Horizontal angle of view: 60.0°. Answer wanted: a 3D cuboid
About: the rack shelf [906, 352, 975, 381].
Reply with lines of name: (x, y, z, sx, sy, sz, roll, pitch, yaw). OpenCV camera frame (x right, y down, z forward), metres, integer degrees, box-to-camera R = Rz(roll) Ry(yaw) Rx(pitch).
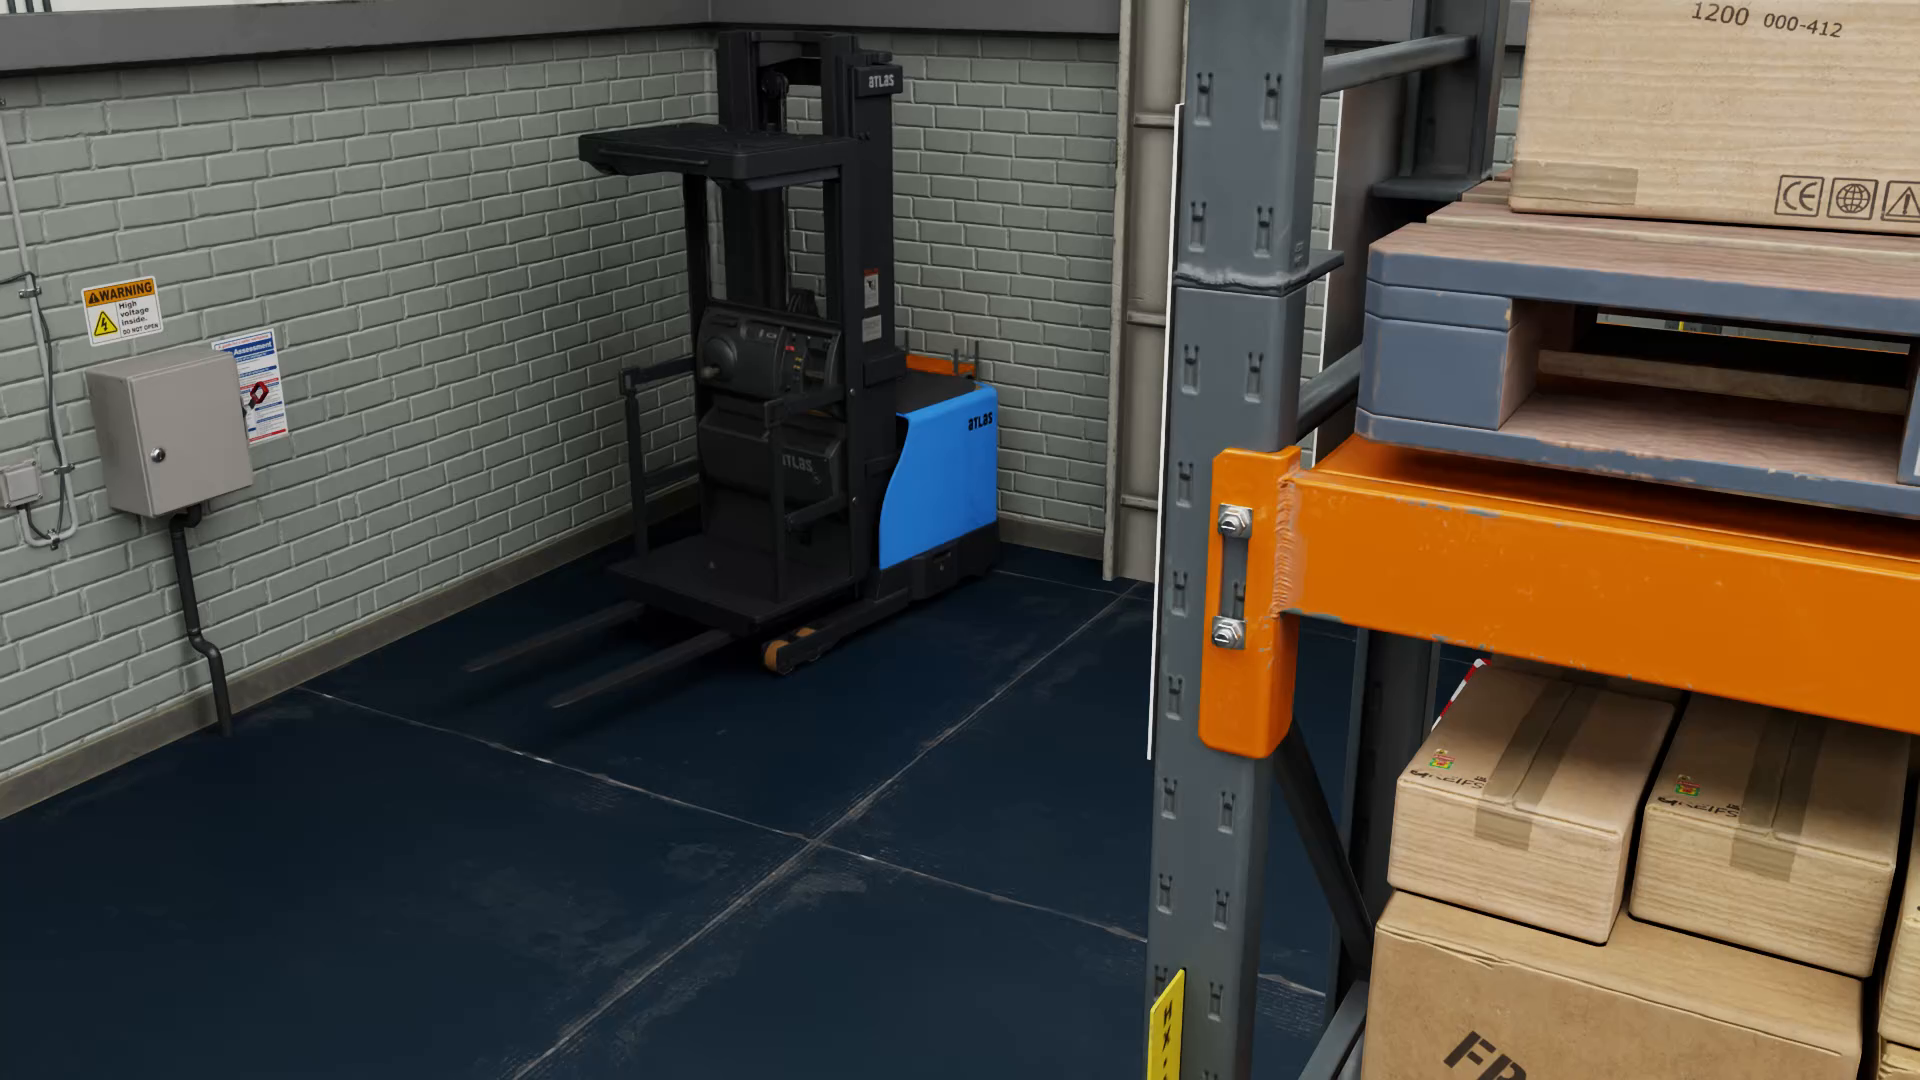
rack shelf: (-0.166, -0.951, 9.570, 0.480, 0.148, 0.258, 13, 24, 31)

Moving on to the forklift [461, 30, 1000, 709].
forklift: (-1.084, -0.916, 8.093, 1.130, 2.935, 3.031, 15, 25, 36)

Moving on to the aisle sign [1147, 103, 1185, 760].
aisle sign: (0.330, -0.157, 2.087, 0.004, 0.787, 0.394, 11, 23, 27)

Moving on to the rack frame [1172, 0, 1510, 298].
rack frame: (0.534, -1.829, 1.712, 0.127, 3.000, 1.000, 11, 23, 27)

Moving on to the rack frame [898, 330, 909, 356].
rack frame: (-0.366, -0.629, 9.835, 0.015, 1.200, 0.240, 13, 24, 31)

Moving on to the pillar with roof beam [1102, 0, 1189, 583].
pillar with roof beam: (-1.062, -2.743, 4.230, 0.400, 9.000, 9.100, 11, 23, 27)

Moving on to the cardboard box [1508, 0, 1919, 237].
cardboard box: (0.971, -0.545, 2.028, 0.500, 0.250, 0.500, 9, 22, 22)

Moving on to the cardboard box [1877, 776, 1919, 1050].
cardboard box: (1.144, 0.410, 1.772, 0.250, 0.149, 0.380, 12, 23, 29)

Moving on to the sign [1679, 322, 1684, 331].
sign: (2.687, -0.733, 6.217, 0.005, 0.325, 0.100, 11, 23, 27)

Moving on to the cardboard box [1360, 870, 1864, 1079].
cardboard box: (0.814, 0.638, 2.094, 0.500, 0.500, 0.500, 10, 22, 26)

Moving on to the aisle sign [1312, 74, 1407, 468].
aisle sign: (0.623, -0.336, 2.579, 0.004, 0.787, 0.394, 11, 23, 27)

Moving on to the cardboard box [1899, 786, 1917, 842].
cardboard box: (1.542, 0.561, 2.306, 0.500, 0.500, 0.500, 11, 23, 27)

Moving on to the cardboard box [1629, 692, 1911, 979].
cardboard box: (0.973, 0.333, 1.985, 0.250, 0.149, 0.380, 11, 23, 29)

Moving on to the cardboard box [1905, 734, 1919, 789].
cardboard box: (1.445, 0.222, 2.291, 0.250, 0.149, 0.380, 11, 22, 27)

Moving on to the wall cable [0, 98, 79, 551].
wall cable: (-3.718, -0.842, 6.297, 0.122, 1.984, 0.588, 11, 23, 27)

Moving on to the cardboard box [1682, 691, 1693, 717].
cardboard box: (1.179, 0.204, 2.340, 0.250, 0.149, 0.380, 11, 23, 28)

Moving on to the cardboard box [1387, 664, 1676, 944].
cardboard box: (0.709, 0.310, 2.047, 0.250, 0.149, 0.380, 11, 23, 28)

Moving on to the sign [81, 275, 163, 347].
sign: (-3.456, -0.947, 6.867, 0.001, 0.242, 0.339, 11, 23, 27)

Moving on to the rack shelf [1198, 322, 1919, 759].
rack shelf: (2.280, 0.251, 1.429, 4.000, 0.370, 1.077, 11, 23, 27)

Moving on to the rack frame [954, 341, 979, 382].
rack frame: (0.041, -0.537, 9.581, 0.015, 1.200, 0.240, 13, 24, 31)

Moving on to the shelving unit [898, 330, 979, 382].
shelving unit: (-0.162, -0.583, 9.708, 0.503, 1.200, 0.258, 13, 24, 31)

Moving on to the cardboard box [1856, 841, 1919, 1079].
cardboard box: (1.269, 0.722, 1.863, 0.500, 0.500, 0.500, 10, 22, 26)

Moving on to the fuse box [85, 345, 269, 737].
fuse box: (-3.248, 0.065, 7.178, 0.414, 1.711, 0.539, 11, 23, 27)

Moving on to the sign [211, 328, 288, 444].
sign: (-3.188, -0.678, 7.475, 0.001, 0.494, 0.329, 11, 23, 27)

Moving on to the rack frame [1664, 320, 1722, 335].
rack frame: (2.952, -0.488, 6.810, 0.127, 3.000, 1.000, 11, 23, 27)

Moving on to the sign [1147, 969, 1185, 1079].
sign: (0.258, 0.711, 2.121, 0.005, 0.325, 0.100, 11, 23, 27)

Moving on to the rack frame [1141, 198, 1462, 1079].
rack frame: (0.534, 0.991, 2.735, 0.127, 3.000, 1.000, 11, 23, 27)

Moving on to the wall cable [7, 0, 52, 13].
wall cable: (-2.808, -3.756, 6.967, 0.133, 3.039, 2.988, 11, 23, 27)

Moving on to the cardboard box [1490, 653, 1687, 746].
cardboard box: (0.945, 0.169, 2.437, 0.250, 0.149, 0.380, 11, 23, 28)

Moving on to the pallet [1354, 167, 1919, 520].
pallet: (1.187, -0.257, 1.907, 1.213, 0.211, 1.003, 11, 23, 27)
